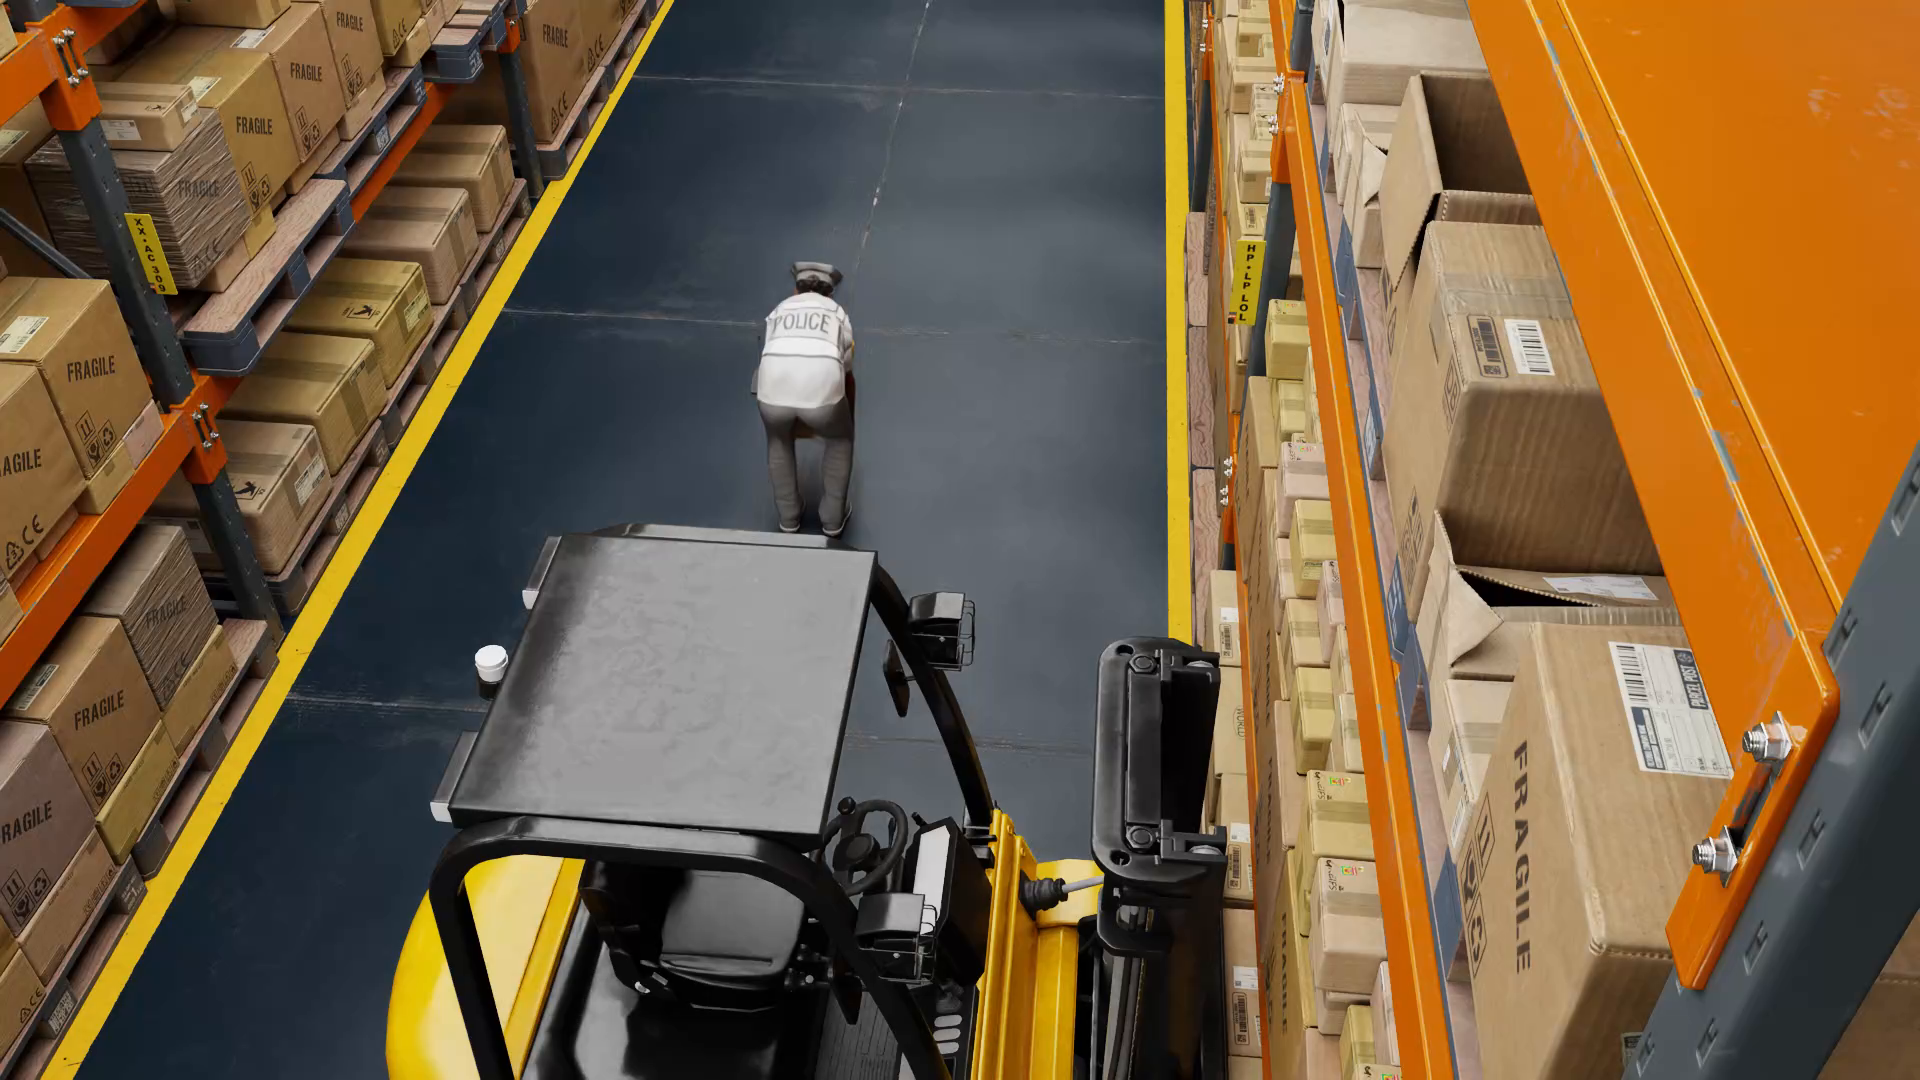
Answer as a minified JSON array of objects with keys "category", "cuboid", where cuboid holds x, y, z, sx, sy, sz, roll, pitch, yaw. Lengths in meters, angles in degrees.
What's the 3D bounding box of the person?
[{"category":"person","cuboid":[-0.685,-0.683,7.589,0.412,1.237,0.920,2,40,3]}]
